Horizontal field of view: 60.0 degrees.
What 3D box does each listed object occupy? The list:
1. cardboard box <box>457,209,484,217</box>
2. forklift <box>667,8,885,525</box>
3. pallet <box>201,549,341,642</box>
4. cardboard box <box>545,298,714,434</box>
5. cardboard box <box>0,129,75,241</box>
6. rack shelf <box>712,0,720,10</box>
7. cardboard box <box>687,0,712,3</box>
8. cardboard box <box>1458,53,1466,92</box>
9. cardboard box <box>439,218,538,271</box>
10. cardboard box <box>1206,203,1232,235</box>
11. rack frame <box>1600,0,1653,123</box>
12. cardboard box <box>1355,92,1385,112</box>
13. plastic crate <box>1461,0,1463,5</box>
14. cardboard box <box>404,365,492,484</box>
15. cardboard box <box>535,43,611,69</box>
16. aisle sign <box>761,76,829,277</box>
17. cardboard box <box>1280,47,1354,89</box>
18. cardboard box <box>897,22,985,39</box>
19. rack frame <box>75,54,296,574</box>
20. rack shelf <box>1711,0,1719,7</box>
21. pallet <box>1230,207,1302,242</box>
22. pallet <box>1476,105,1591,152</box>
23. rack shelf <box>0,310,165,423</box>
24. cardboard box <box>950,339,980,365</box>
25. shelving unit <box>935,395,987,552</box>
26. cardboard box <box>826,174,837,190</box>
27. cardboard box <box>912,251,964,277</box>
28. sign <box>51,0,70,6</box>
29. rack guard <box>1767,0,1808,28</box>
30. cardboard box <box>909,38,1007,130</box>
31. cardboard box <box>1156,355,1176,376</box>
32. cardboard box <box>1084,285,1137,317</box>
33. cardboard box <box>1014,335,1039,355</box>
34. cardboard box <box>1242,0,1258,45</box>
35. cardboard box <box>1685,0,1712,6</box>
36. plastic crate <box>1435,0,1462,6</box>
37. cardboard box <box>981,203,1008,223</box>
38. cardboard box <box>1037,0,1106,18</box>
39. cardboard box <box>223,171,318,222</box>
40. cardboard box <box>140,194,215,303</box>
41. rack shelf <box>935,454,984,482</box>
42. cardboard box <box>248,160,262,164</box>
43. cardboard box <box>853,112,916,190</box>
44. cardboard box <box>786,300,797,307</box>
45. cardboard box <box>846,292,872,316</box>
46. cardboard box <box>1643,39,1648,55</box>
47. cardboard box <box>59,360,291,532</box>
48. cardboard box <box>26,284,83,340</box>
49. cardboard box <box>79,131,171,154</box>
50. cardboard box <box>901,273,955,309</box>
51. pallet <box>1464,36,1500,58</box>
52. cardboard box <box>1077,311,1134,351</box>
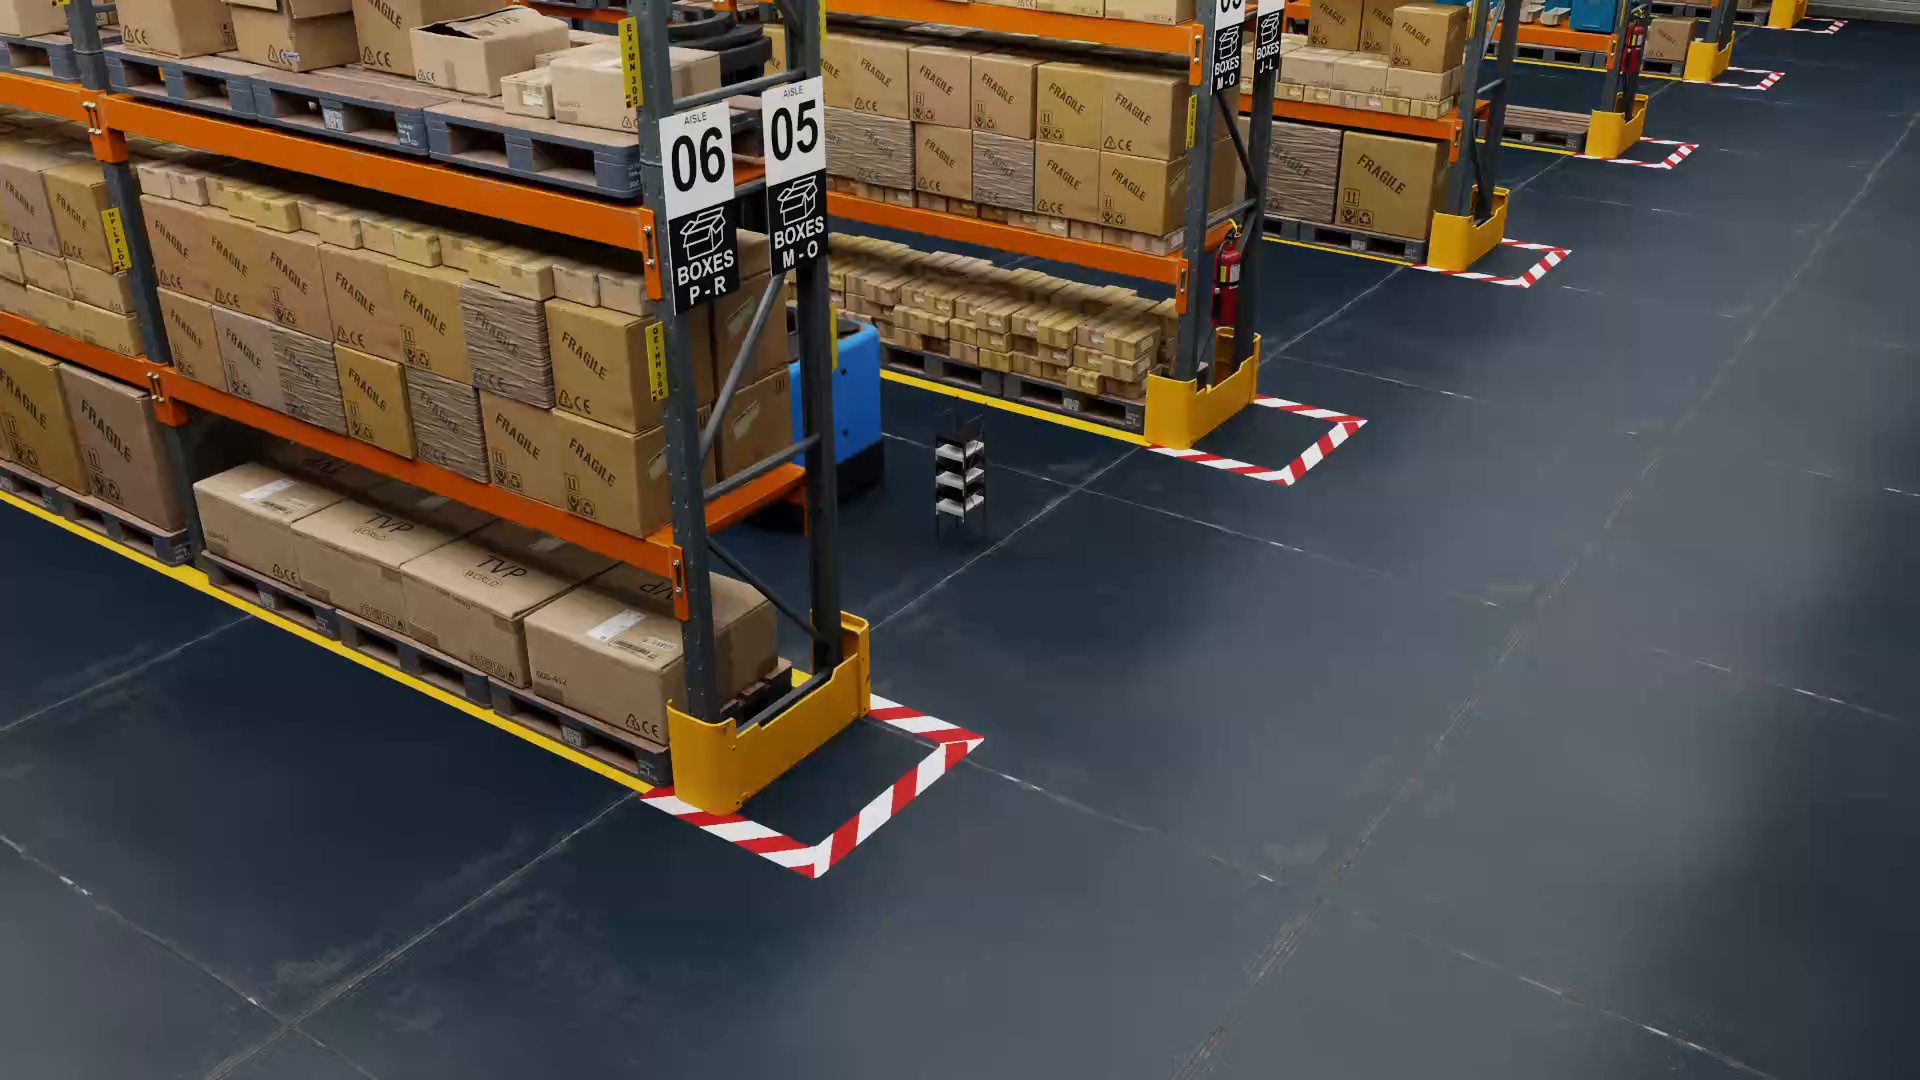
[{"bbox_3d":[-2.315,-1.697,8.350,0.250,0.149,0.380,16,31,29],"label":"cardboard box"},{"bbox_3d":[-2.010,-1.899,10.750,3.031,2.935,1.130,17,31,29],"label":"forklift"},{"bbox_3d":[-3.639,0.131,9.760,1.213,0.211,1.003,17,32,30],"label":"pallet"},{"bbox_3d":[-1.457,-0.834,7.370,0.500,0.500,0.500,18,32,32],"label":"cardboard box"},{"bbox_3d":[-5.570,-2.115,9.886,0.500,0.500,0.500,18,32,32],"label":"cardboard box"},{"bbox_3d":[-3.151,-4.743,13.748,4.000,0.370,1.077,17,32,30],"label":"rack shelf"},{"bbox_3d":[-2.893,-6.530,19.201,0.500,0.500,0.700,23,35,37],"label":"cardboard box"},{"bbox_3d":[4.443,-4.304,15.238,0.500,0.250,0.500,16,31,29],"label":"cardboard box"},{"bbox_3d":[-2.177,-1.371,7.708,0.250,0.149,0.380,17,32,30],"label":"cardboard box"},{"bbox_3d":[1.713,-2.280,11.699,0.250,0.149,0.380,17,32,30],"label":"cardboard box"},{"bbox_3d":[7.490,-5.866,18.469,0.127,3.000,1.000,17,32,30],"label":"rack frame"},{"bbox_3d":[3.783,-4.002,15.084,0.250,0.149,0.380,17,32,30],"label":"cardboard box"},{"bbox_3d":[5.799,-6.468,19.876,0.466,0.136,0.293,17,32,30],"label":"plastic crate"},{"bbox_3d":[-2.307,-0.642,8.094,0.500,0.500,0.500,18,32,32],"label":"cardboard box"},{"bbox_3d":[-1.691,-2.131,7.527,0.250,0.149,0.380,19,32,32],"label":"cardboard box"},{"bbox_3d":[-0.701,-1.558,7.138,0.004,0.787,0.394,17,32,30],"label":"aisle sign"},{"bbox_3d":[3.299,-4.366,15.360,0.500,0.250,0.500,16,31,29],"label":"cardboard box"},{"bbox_3d":[-0.119,-3.549,12.375,0.500,0.500,0.500,18,32,32],"label":"cardboard box"},{"bbox_3d":[-4.222,-1.337,9.569,0.127,3.000,1.000,17,32,30],"label":"rack frame"},{"bbox_3d":[8.649,-7.910,23.279,4.000,0.370,1.077,17,32,30],"label":"rack shelf"},{"bbox_3d":[2.981,-3.261,16.425,1.213,0.211,1.003,17,32,30],"label":"pallet"},{"bbox_3d":[6.832,-4.850,19.547,1.213,0.211,1.003,17,32,30],"label":"pallet"},{"bbox_3d":[-5.871,-1.529,10.741,4.000,0.370,1.077,17,32,30],"label":"rack shelf"},{"bbox_3d":[0.134,-1.466,12.504,0.250,0.149,0.380,18,32,31],"label":"cardboard box"},{"bbox_3d":[0.007,-0.399,10.042,0.210,0.900,0.258,17,32,30],"label":"shelving unit"},{"bbox_3d":[-0.950,-2.819,12.758,0.250,0.149,0.380,16,31,28],"label":"cardboard box"},{"bbox_3d":[-0.174,-2.158,13.207,0.250,0.149,0.380,16,31,28],"label":"cardboard box"},{"bbox_3d":[-4.521,-2.839,8.297,0.005,0.325,0.100,17,32,30],"label":"sign"},{"bbox_3d":[13.119,-8.450,26.302,0.348,0.500,1.175,17,32,30],"label":"rack guard"},{"bbox_3d":[-0.013,-3.228,11.745,0.500,0.500,0.500,16,31,29],"label":"cardboard box"},{"bbox_3d":[1.544,-1.357,12.289,0.250,0.149,0.380,18,32,31],"label":"cardboard box"},{"bbox_3d":[1.124,-1.768,12.440,0.250,0.149,0.380,17,32,30],"label":"cardboard box"},{"bbox_3d":[0.605,-1.504,12.251,0.250,0.149,0.380,17,31,30],"label":"cardboard box"},{"bbox_3d":[2.472,-4.962,15.703,0.500,0.500,0.500,16,31,29],"label":"cardboard box"},{"bbox_3d":[12.053,-8.914,26.751,0.500,0.500,0.700,17,32,30],"label":"cardboard box"},{"bbox_3d":[5.652,-6.250,19.342,0.300,0.233,0.416,17,32,30],"label":"plastic crate"},{"bbox_3d":[0.354,-2.416,11.967,0.250,0.149,0.380,16,31,28],"label":"cardboard box"},{"bbox_3d":[0.845,-3.602,10.879,0.500,0.250,0.500,17,32,30],"label":"cardboard box"},{"bbox_3d":[-3.484,-1.741,8.437,0.250,0.149,0.380,17,32,30],"label":"cardboard box"},{"bbox_3d":[-3.967,-1.614,8.901,0.500,0.500,0.500,18,32,31],"label":"cardboard box"},{"bbox_3d":[0.007,-0.449,10.016,0.200,0.077,0.258,17,32,30],"label":"rack shelf"},{"bbox_3d":[-3.632,-2.047,9.038,0.250,0.149,0.380,18,32,32],"label":"cardboard box"},{"bbox_3d":[-0.430,-2.902,12.206,0.500,0.500,0.500,17,31,29],"label":"cardboard box"},{"bbox_3d":[-1.165,-1.848,13.254,0.250,0.149,0.380,18,32,32],"label":"cardboard box"},{"bbox_3d":[-0.684,-1.899,13.026,0.250,0.149,0.380,16,31,28],"label":"cardboard box"},{"bbox_3d":[9.427,-6.835,23.013,0.250,0.166,0.380,17,32,30],"label":"cardboard box"},{"bbox_3d":[-4.778,-0.706,10.210,0.875,0.875,0.875,18,32,32],"label":"cardboard box"},{"bbox_3d":[-5.154,-1.422,9.902,0.500,0.250,0.500,17,31,30],"label":"cardboard box"},{"bbox_3d":[-4.857,-2.167,9.989,0.500,0.500,0.500,17,32,30],"label":"cardboard box"},{"bbox_3d":[-0.243,-1.896,12.693,0.250,0.149,0.380,16,31,28],"label":"cardboard box"},{"bbox_3d":[7.566,-7.325,24.410,1.213,0.211,1.003,17,32,30],"label":"pallet"},{"bbox_3d":[1.040,-1.495,11.904,0.250,0.149,0.380,18,32,31],"label":"cardboard box"}]
